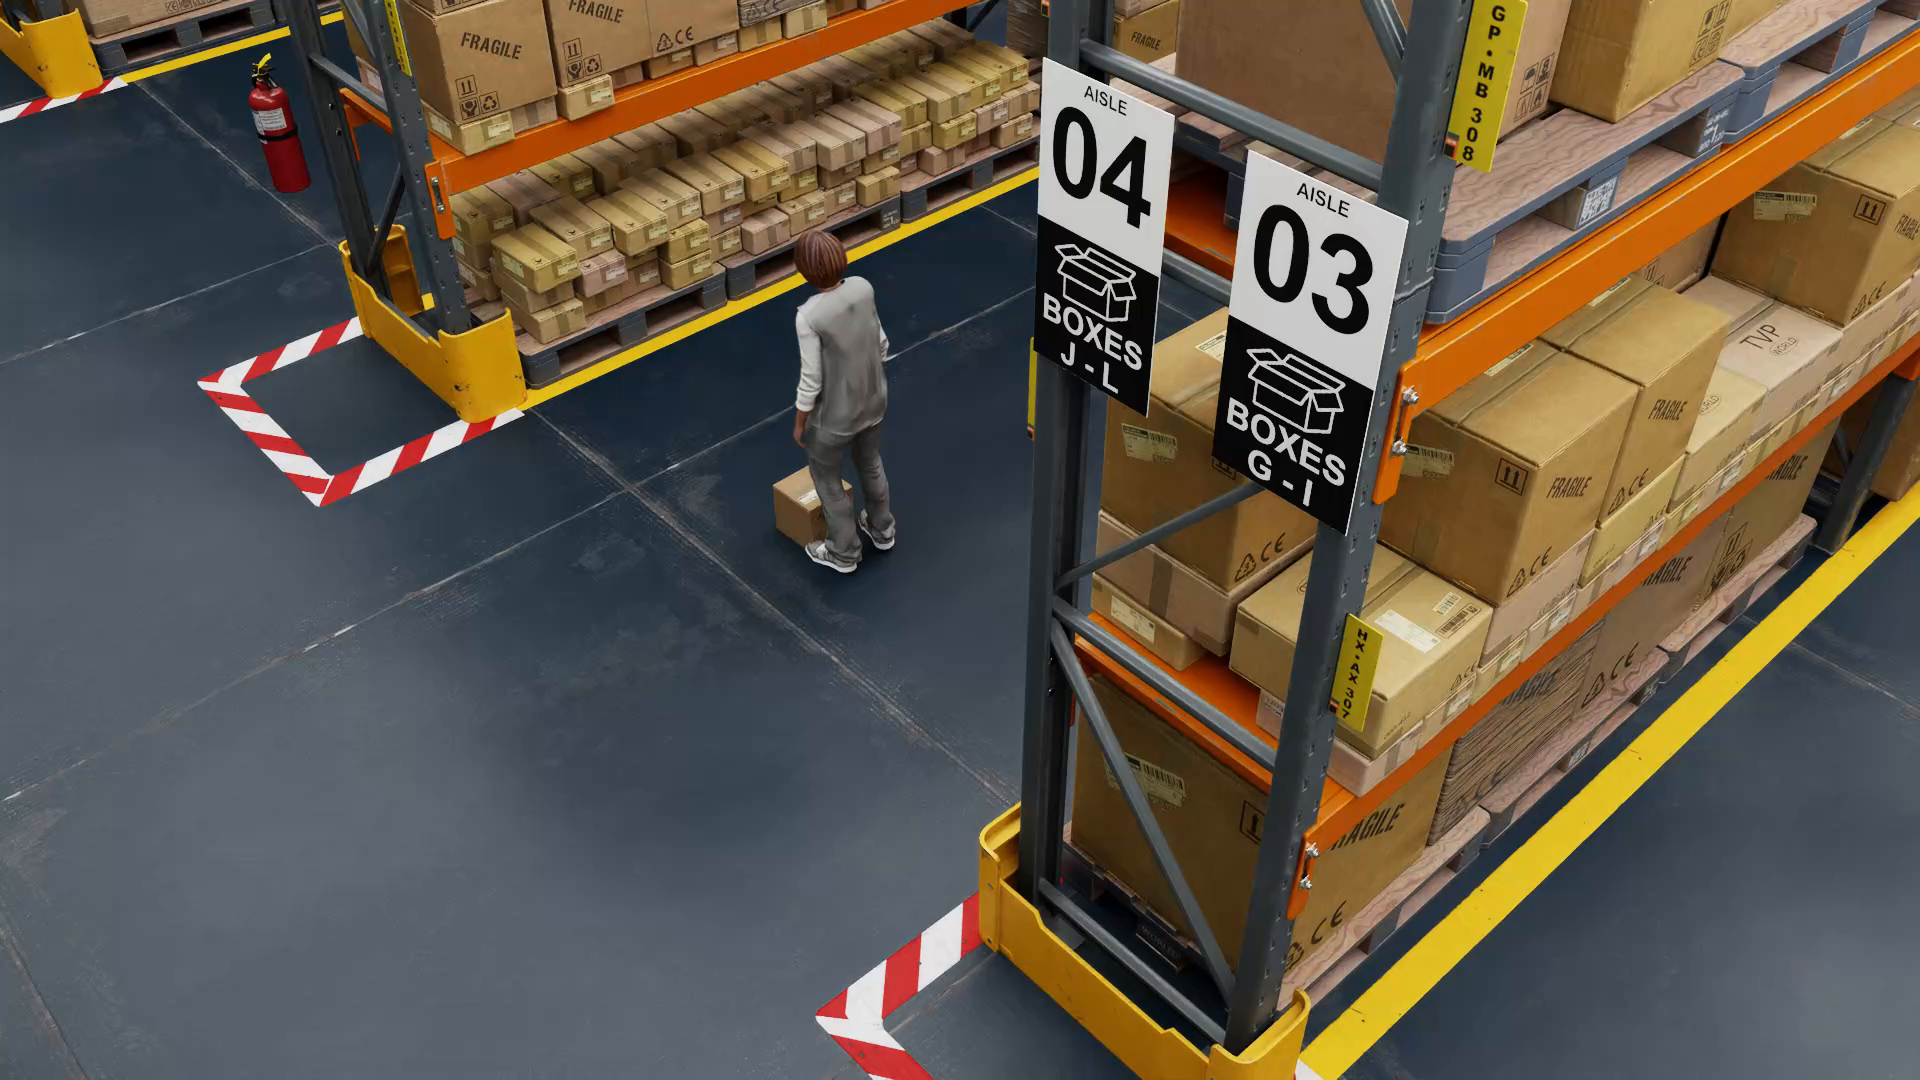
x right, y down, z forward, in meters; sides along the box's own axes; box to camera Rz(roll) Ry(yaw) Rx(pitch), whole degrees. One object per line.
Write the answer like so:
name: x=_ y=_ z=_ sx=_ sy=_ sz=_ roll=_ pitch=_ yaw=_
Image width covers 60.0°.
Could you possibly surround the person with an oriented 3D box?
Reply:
person: x=-0.483 y=-0.453 z=6.883 sx=0.323 sy=1.352 sz=0.485 roll=32 pitch=50 yaw=32
